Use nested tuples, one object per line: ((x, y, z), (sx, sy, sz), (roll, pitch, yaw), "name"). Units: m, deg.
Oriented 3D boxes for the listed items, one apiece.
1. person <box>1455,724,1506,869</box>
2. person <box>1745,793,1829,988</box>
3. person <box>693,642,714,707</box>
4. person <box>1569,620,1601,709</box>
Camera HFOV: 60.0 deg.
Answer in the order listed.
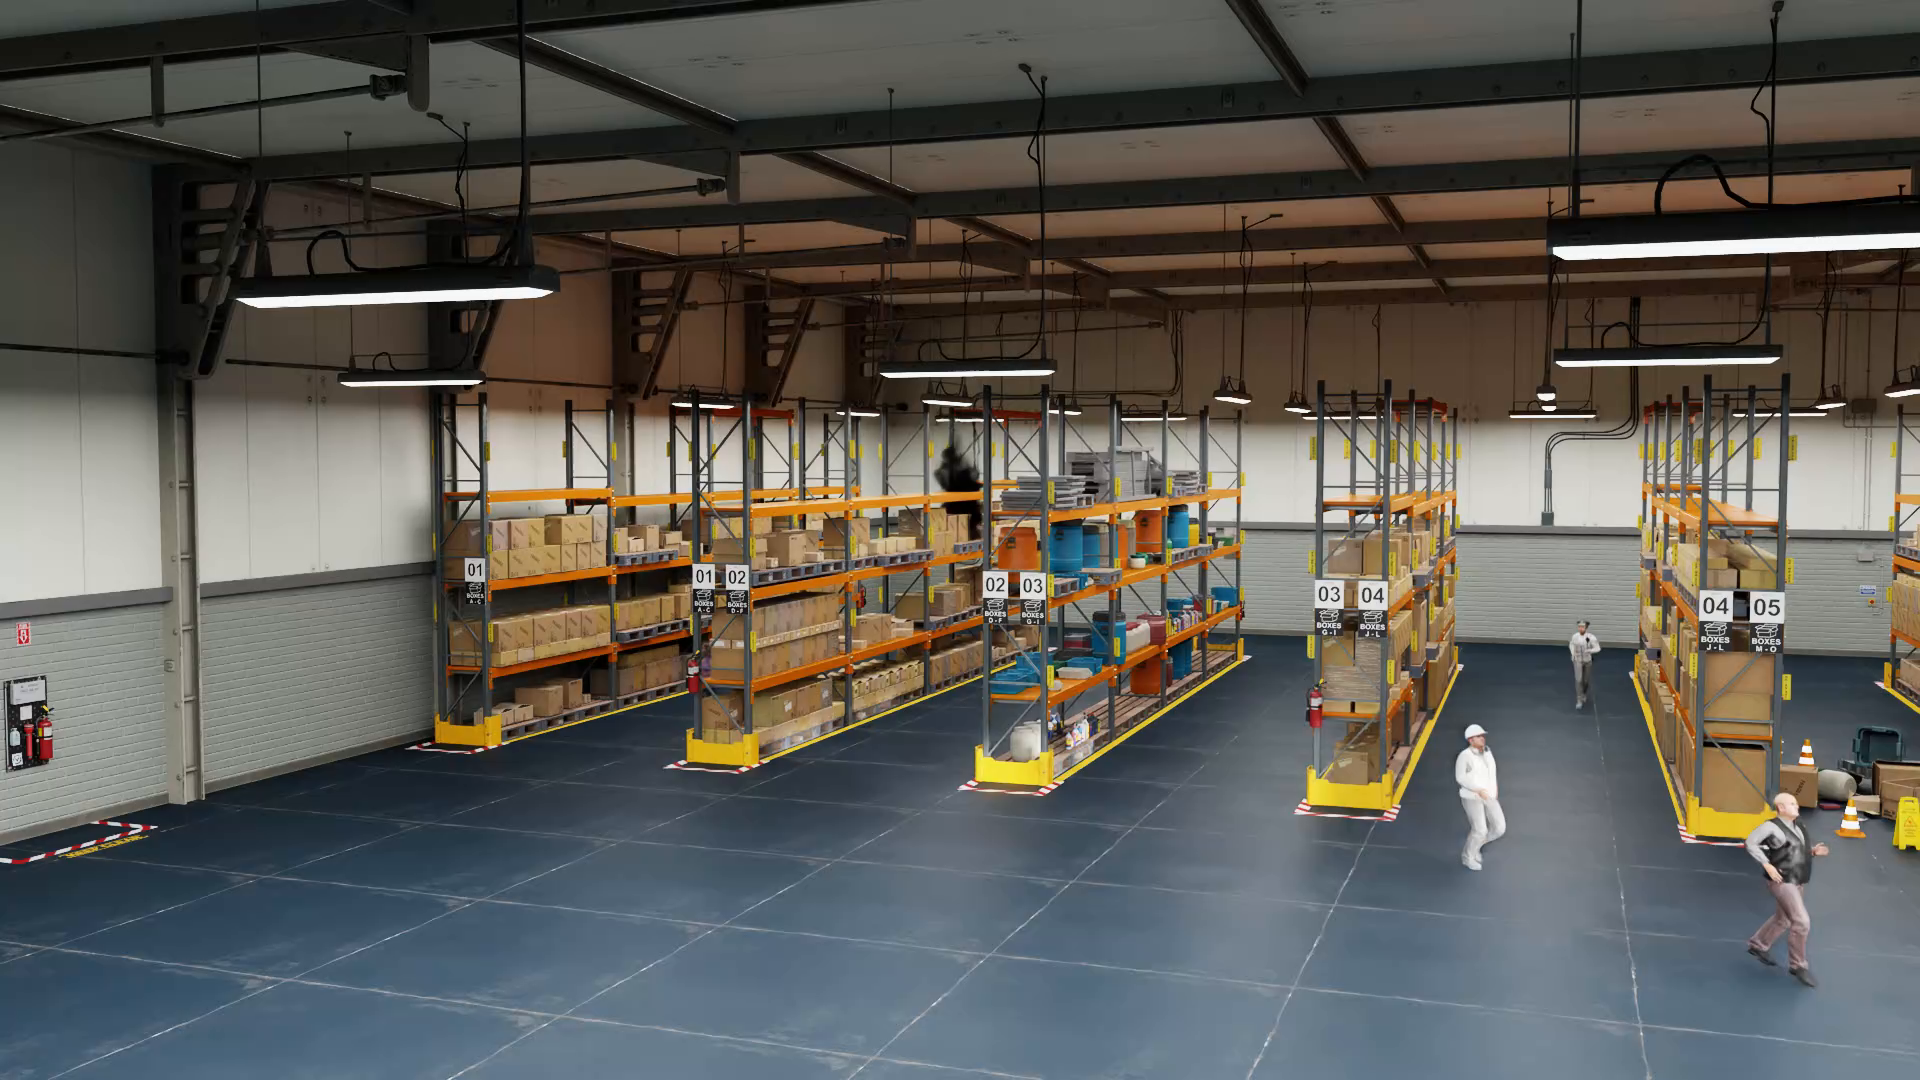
((6.244, 3.076, 19.912), (0.671, 1.732, 0.522), (-2, 4, -30), "person")
((7.852, 3.291, 15.816), (0.643, 1.774, 0.747), (-2, 4, -37), "person")
((-4.533, 2.630, 29.440), (0.507, 1.646, 0.728), (0, 3, 6), "person")
((12.266, 2.416, 32.678), (0.593, 1.721, 0.859), (1, 3, 25), "person")
